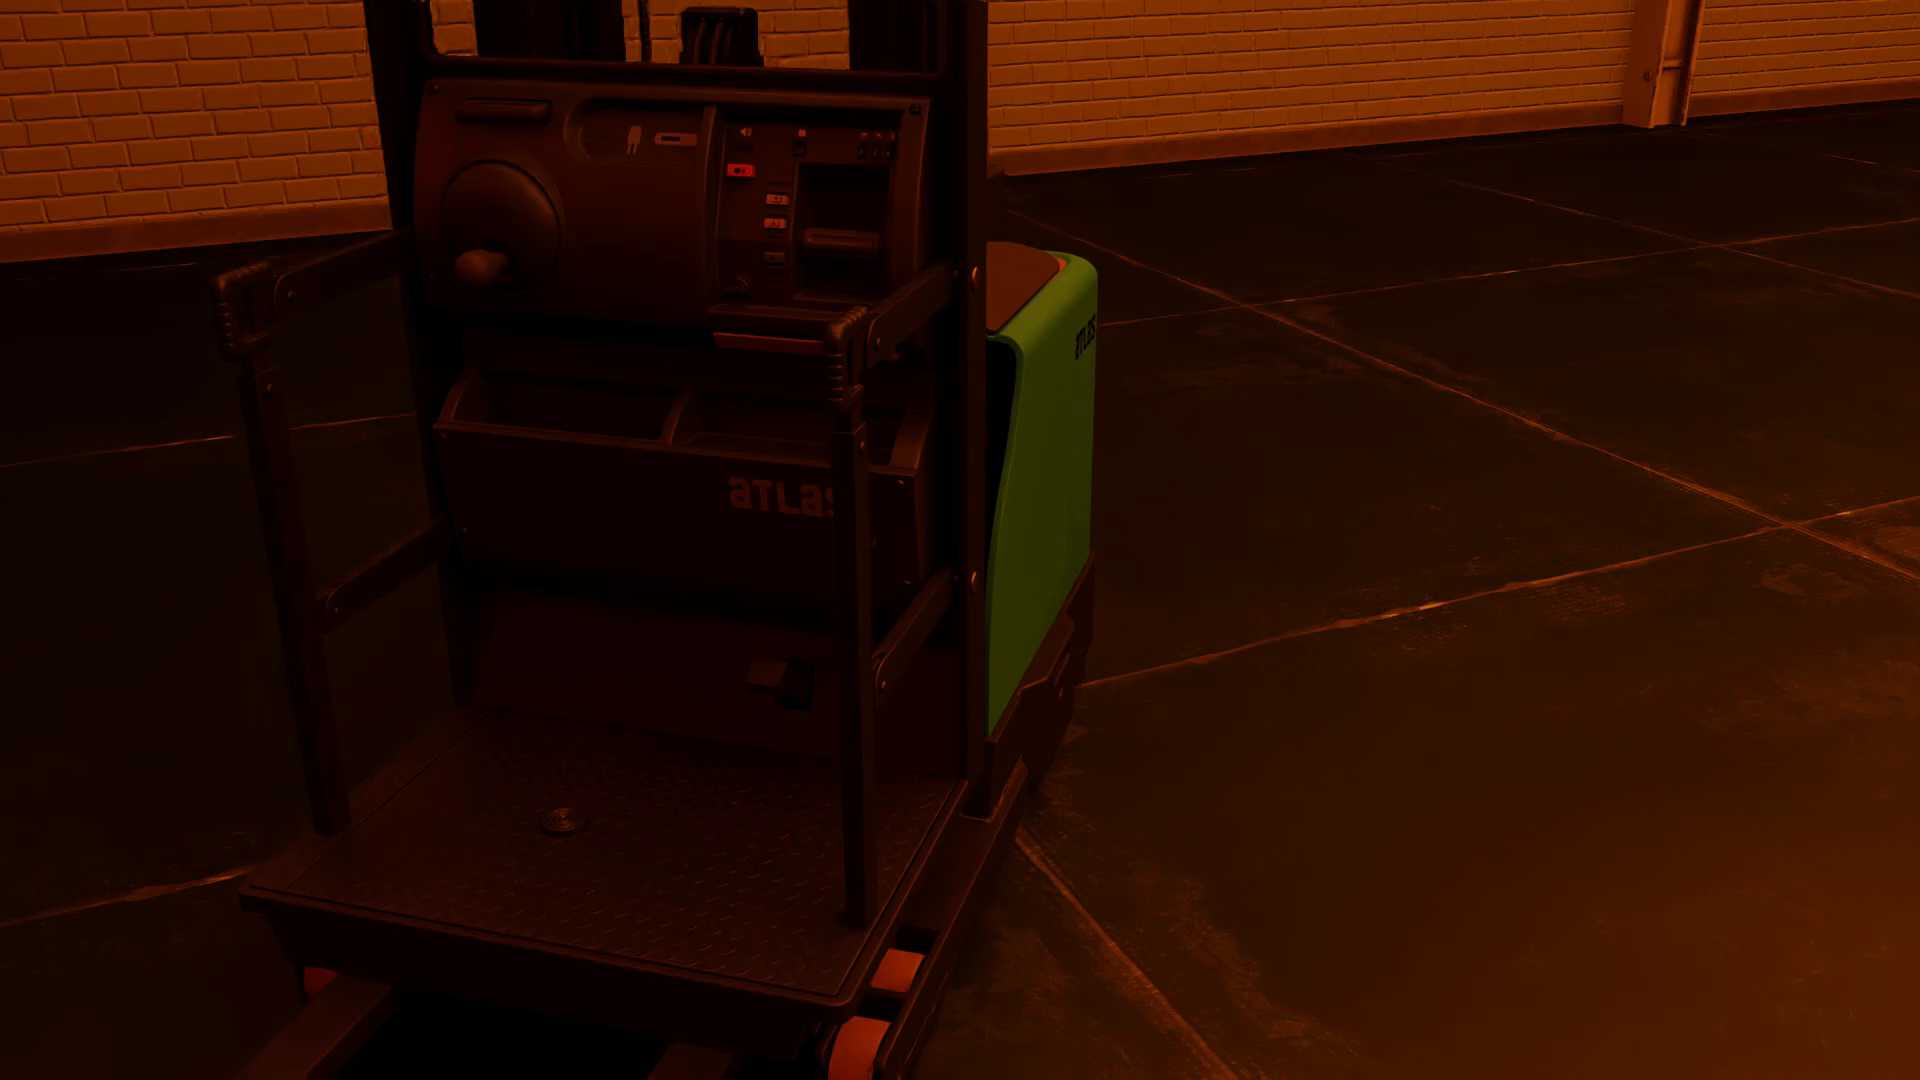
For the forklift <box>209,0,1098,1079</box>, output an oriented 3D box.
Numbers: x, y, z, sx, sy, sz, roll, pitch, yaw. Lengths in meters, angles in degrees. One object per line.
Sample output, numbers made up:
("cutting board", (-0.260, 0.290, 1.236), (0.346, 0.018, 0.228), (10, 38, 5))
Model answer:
("forklift", (-0.560, -0.556, 2.626), (1.130, 2.935, 3.031), (6, 23, 15))
